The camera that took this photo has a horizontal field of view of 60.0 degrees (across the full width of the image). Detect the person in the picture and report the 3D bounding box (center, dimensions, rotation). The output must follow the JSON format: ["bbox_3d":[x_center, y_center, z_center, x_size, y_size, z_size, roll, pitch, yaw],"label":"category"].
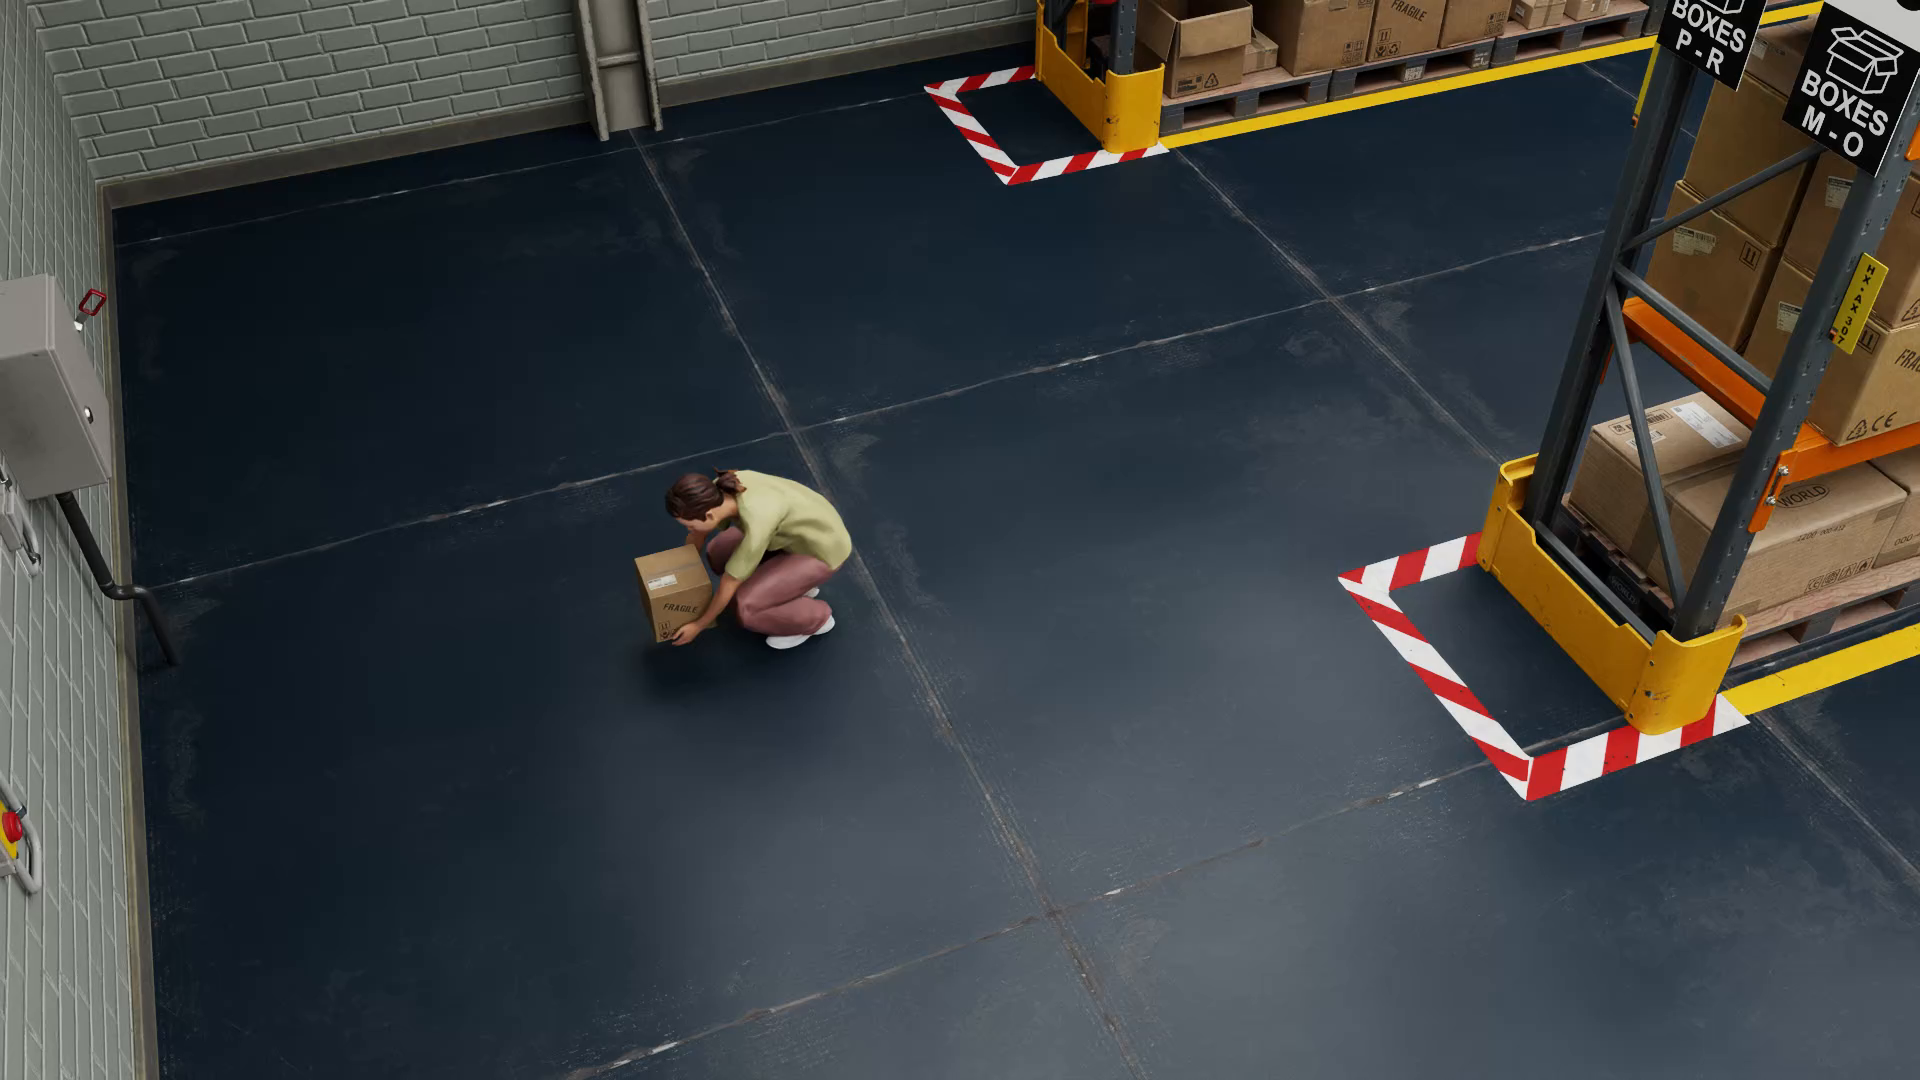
[{"bbox_3d":[-0.836,0.028,6.694,0.805,0.929,0.490,-15,44,-16],"label":"person"}]
